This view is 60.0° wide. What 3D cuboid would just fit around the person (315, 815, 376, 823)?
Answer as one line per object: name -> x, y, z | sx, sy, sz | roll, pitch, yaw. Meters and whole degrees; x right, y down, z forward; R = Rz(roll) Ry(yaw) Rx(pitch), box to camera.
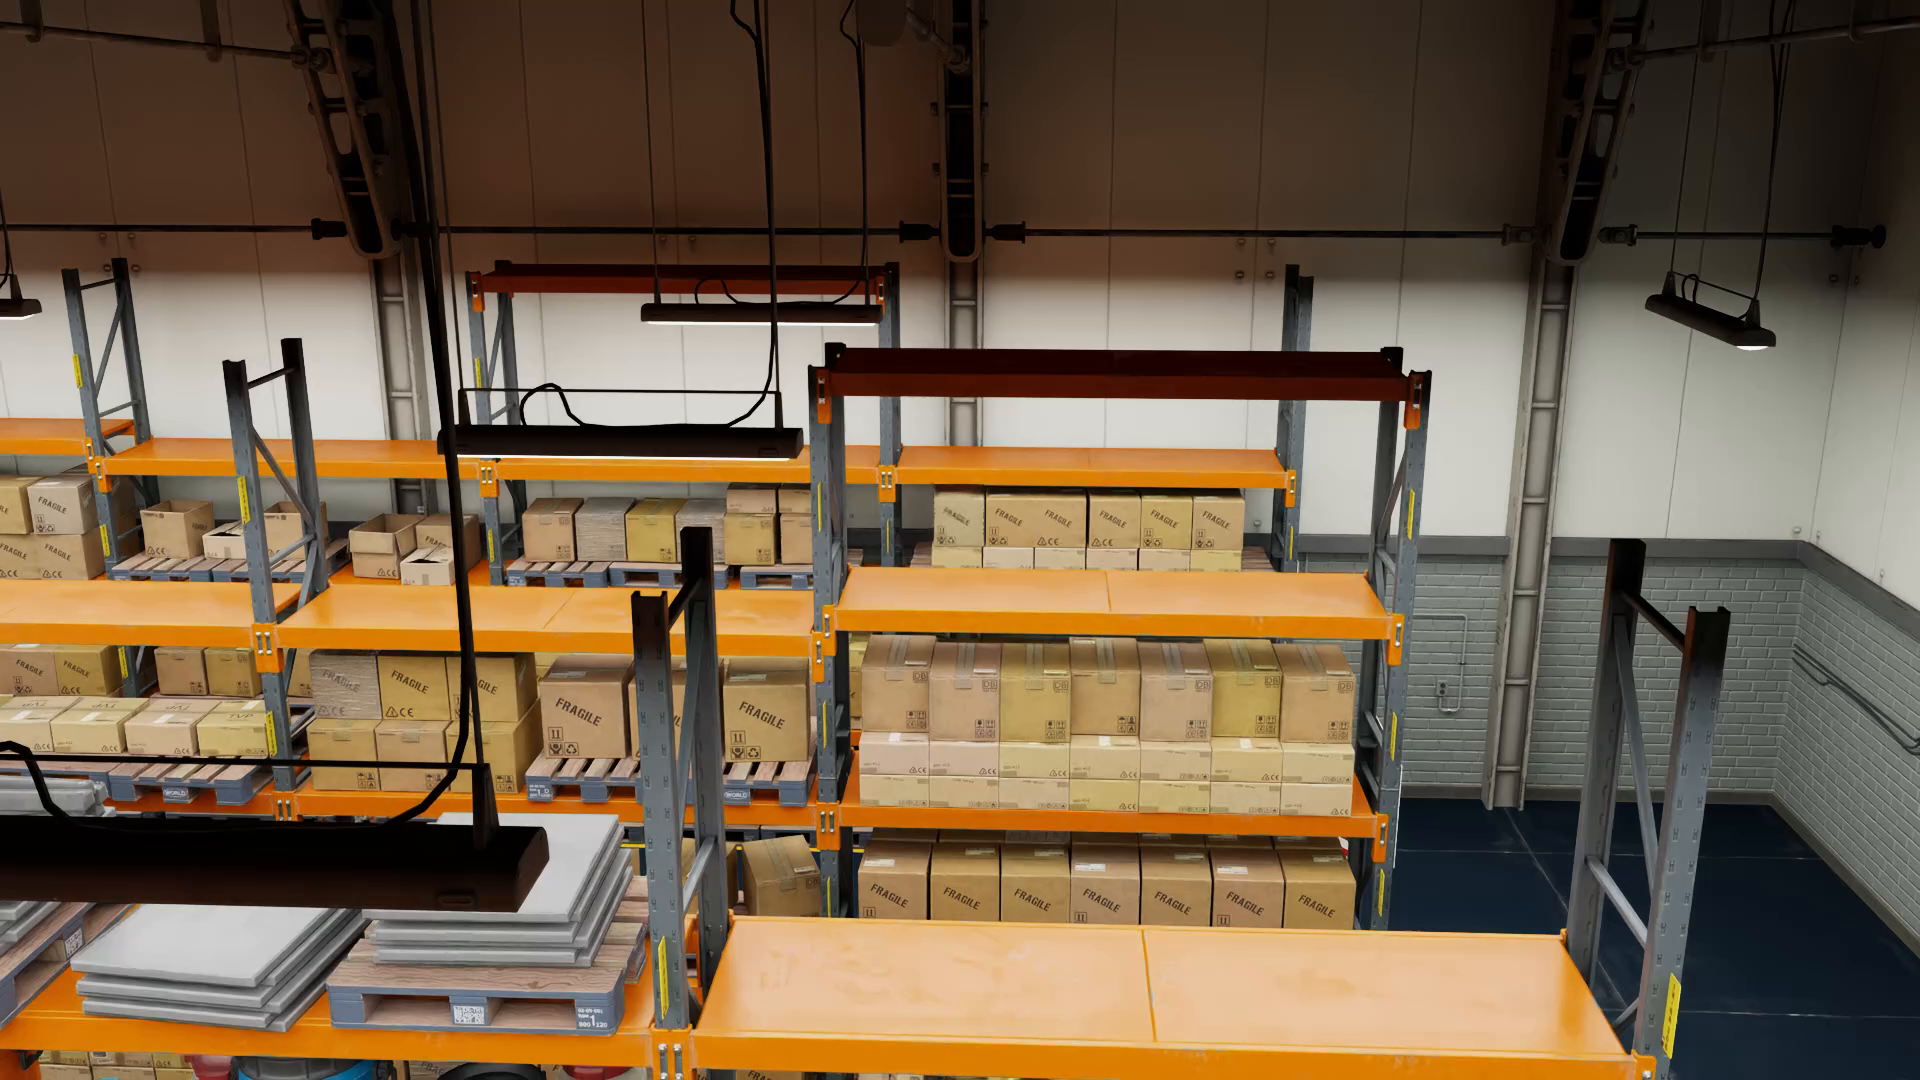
person -> -6.093, 2.736, 16.330 | 0.932, 1.557, 0.434 | 2, 16, 8
